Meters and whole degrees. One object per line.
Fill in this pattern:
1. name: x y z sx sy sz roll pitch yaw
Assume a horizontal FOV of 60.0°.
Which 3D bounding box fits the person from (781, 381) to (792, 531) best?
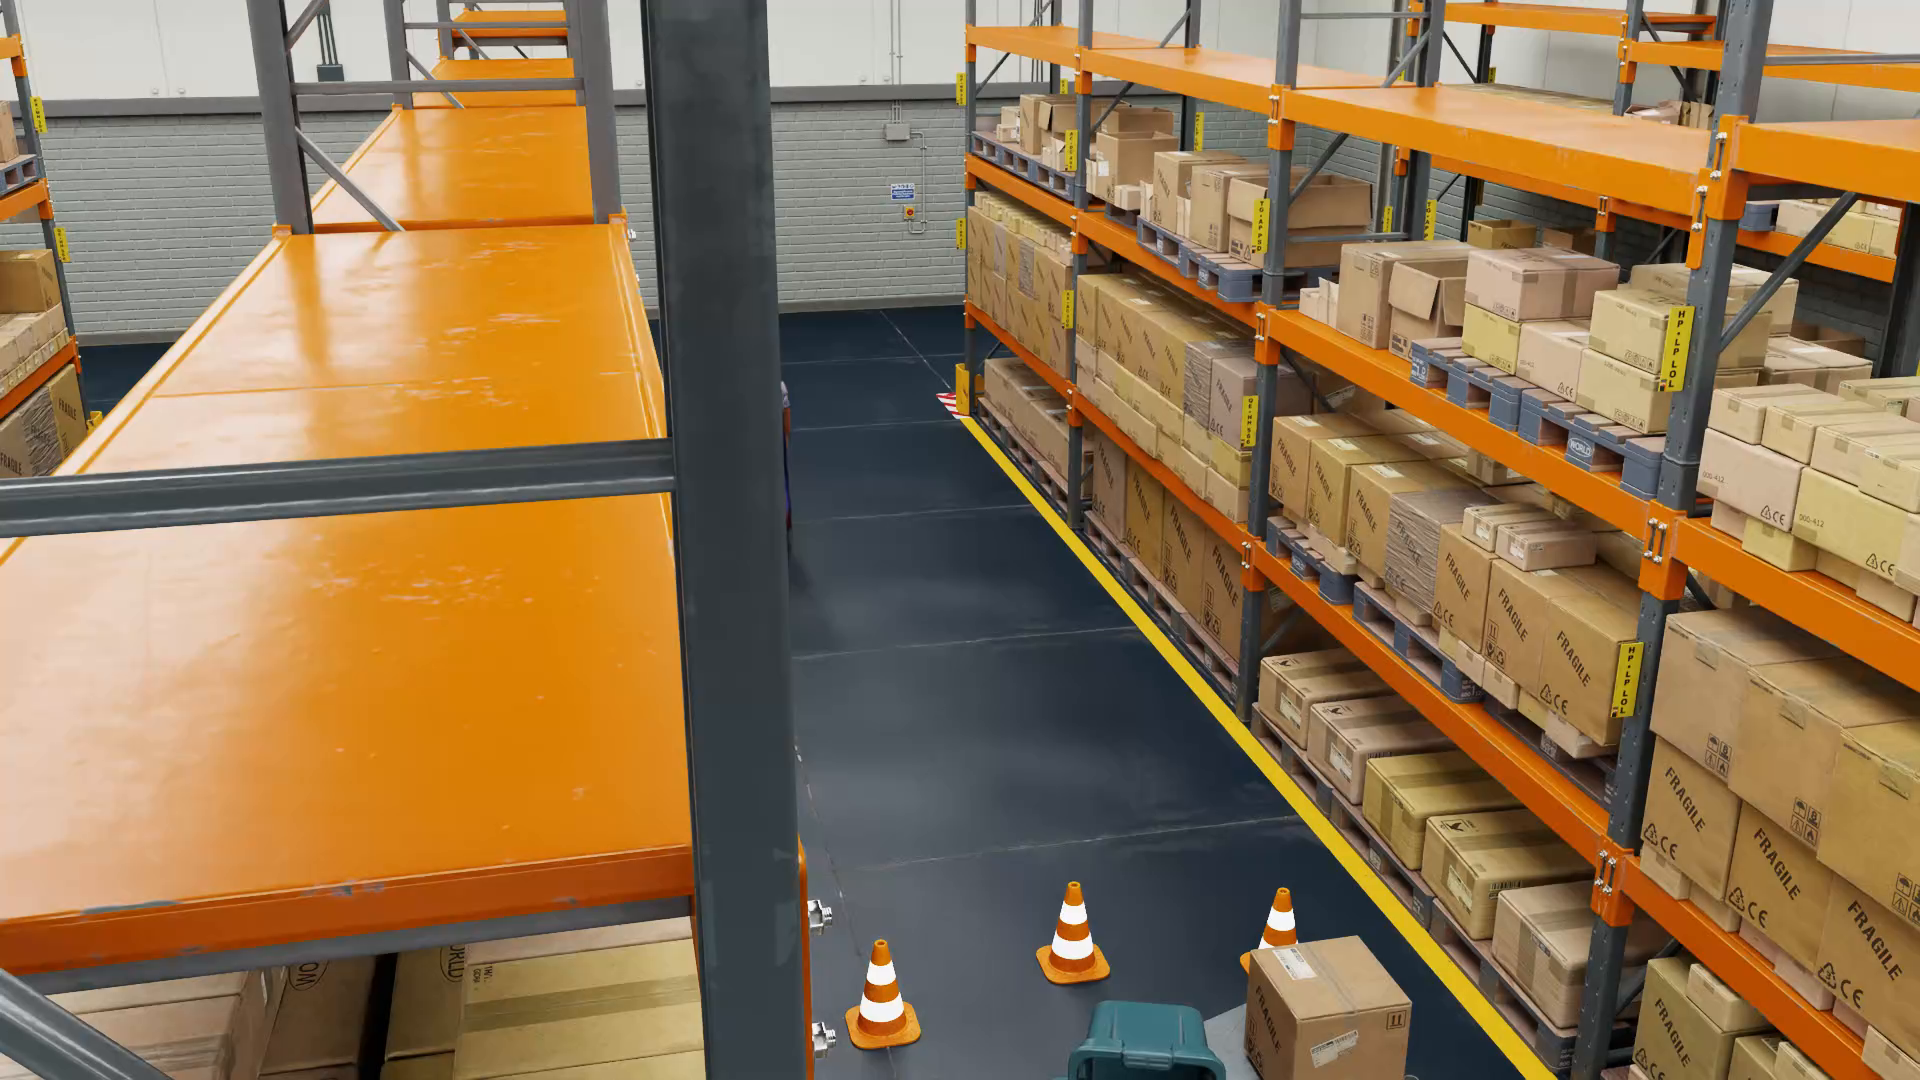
1. person: -1.696 -0.857 14.461 0.473 1.615 0.800 -5 20 -12
